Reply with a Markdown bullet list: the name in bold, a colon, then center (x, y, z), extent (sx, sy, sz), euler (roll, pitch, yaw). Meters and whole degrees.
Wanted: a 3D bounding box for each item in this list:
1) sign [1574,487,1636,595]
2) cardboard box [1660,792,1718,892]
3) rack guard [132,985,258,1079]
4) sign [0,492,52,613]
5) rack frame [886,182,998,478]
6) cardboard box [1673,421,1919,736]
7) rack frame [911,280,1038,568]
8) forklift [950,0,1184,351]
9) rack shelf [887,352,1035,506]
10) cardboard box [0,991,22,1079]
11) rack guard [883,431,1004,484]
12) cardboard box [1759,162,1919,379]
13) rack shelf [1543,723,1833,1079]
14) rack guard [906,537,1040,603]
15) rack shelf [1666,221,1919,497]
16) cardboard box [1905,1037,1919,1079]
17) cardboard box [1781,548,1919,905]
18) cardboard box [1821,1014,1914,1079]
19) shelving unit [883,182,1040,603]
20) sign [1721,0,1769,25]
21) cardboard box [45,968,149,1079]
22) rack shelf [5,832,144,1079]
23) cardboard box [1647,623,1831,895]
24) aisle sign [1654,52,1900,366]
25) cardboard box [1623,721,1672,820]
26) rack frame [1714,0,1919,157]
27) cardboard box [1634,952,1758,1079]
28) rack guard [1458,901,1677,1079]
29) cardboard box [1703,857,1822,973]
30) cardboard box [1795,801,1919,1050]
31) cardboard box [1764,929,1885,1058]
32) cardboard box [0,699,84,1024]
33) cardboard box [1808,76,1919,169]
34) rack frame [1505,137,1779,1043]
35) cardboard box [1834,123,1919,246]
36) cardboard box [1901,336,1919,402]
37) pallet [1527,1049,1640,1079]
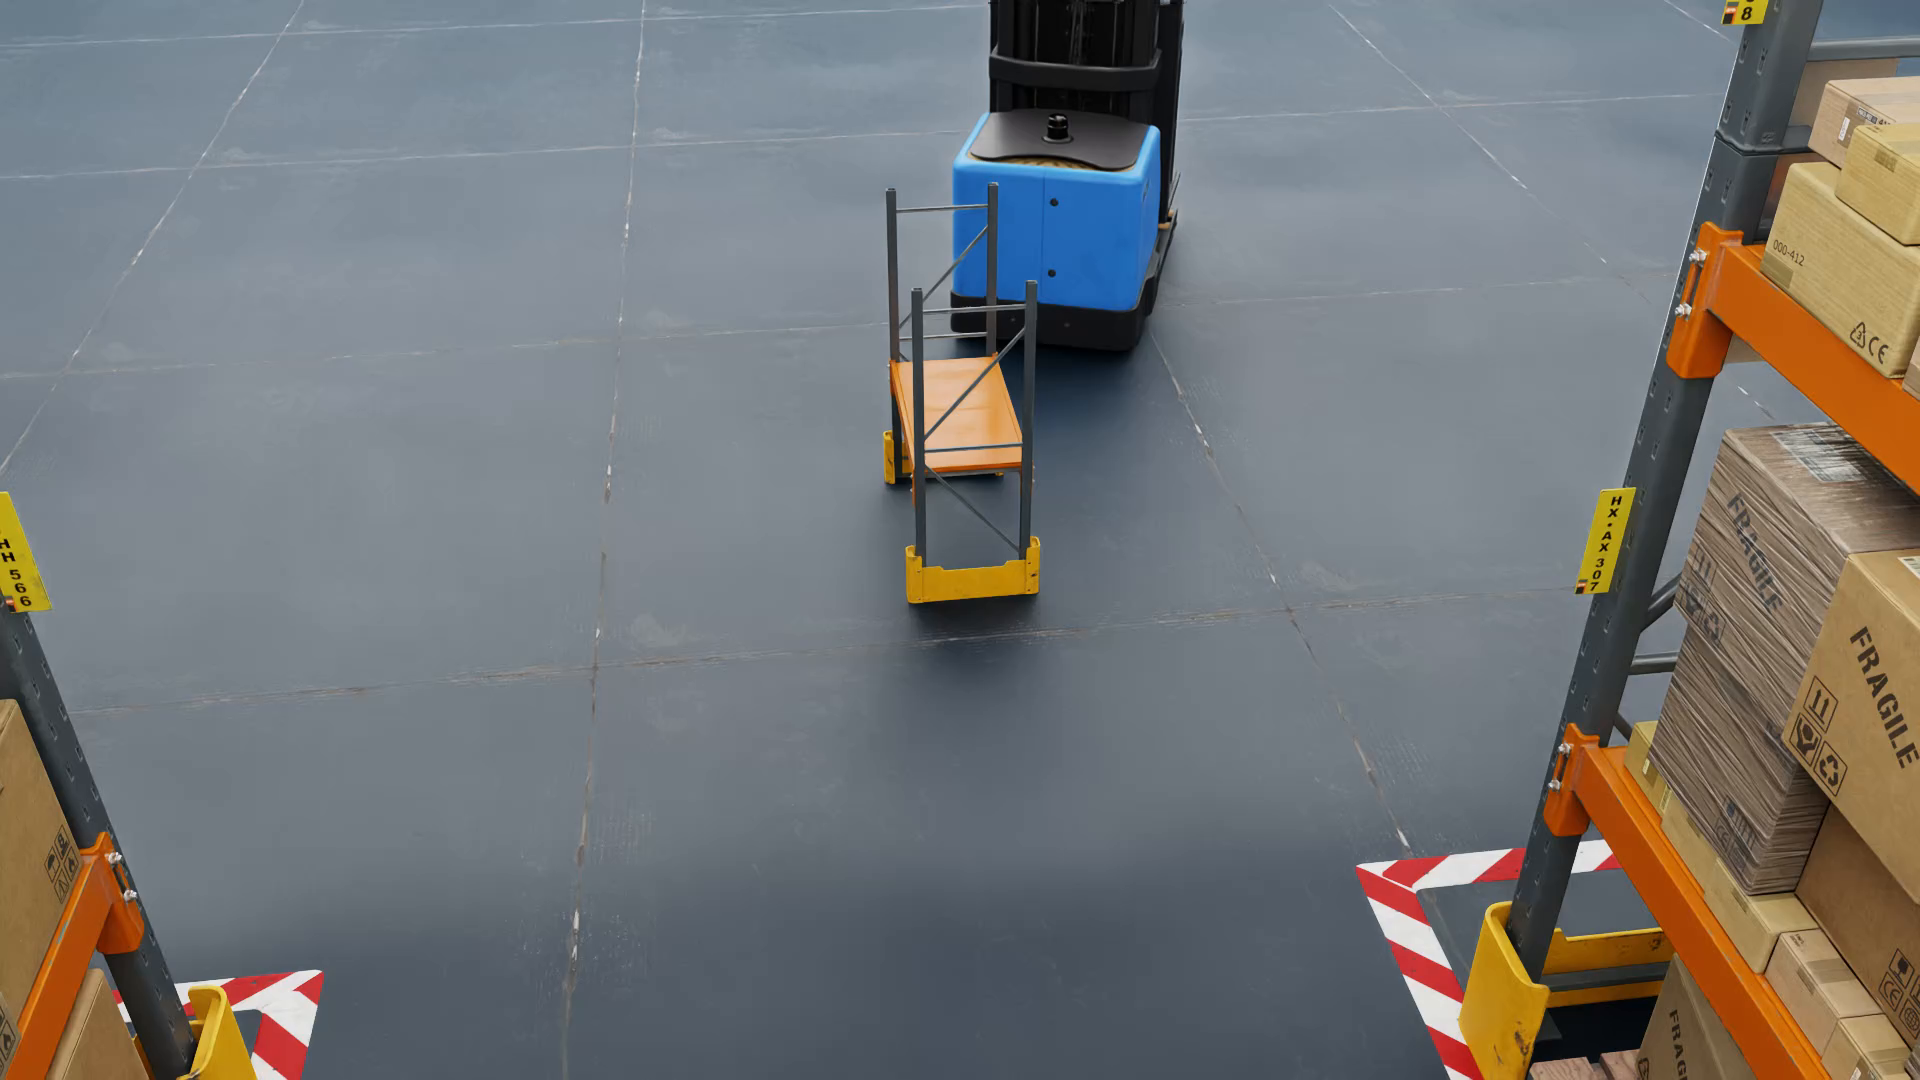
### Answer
- **sign**: center (1.674, 0.005, 4.310), extent (0.100, 0.325, 0.005), euler (-4, 35, -6)
- **cardboard box**: center (2.028, 0.744, 4.218), extent (0.380, 0.149, 0.250), euler (-4, 35, -6)
- **rack guard**: center (-2.720, 1.661, 4.869), extent (1.175, 0.500, 0.348), euler (-4, 35, -6)
- **sign**: center (-2.177, 0.031, 3.802), extent (0.100, 0.325, 0.005), euler (-4, 35, -6)
- **rack frame**: center (-0.080, -0.951, 7.814), extent (0.500, 1.500, 0.032), euler (-4, 35, -6)
- **cardboard box**: center (2.016, 0.072, 3.740), extent (0.500, 0.500, 0.500), euler (-4, 35, -6)
- **rack frame**: center (0.057, -0.384, 6.981), extent (0.500, 1.500, 0.032), euler (-4, 35, -6)
- **forklift**: center (0.769, -3.075, 9.659), extent (1.130, 2.935, 3.031), euler (7, 35, 10)
- **rack shelf**: center (-0.011, -0.519, 7.499), extent (0.538, 0.185, 1.000), euler (-4, 35, -6)
- **cardboard box**: center (-2.526, 1.088, 3.357), extent (0.875, 0.550, 0.550), euler (-4, 35, -6)
- **rack guard**: center (-0.077, -0.424, 8.150), extent (0.587, 0.250, 0.087), euler (-4, 35, -6)
- **cardboard box**: center (2.020, -0.567, 3.388), extent (0.500, 0.250, 0.500), euler (-3, 34, -5)
- **rack shelf**: center (2.481, 1.735, 3.179), extent (1.077, 0.370, 4.000), euler (-4, 35, -6)
- **rack guard**: center (0.057, 0.132, 7.334), extent (0.587, 0.250, 0.087), euler (-4, 35, -6)
- **rack shelf**: center (2.481, 0.496, 2.334), extent (1.077, 0.370, 4.000), euler (-4, 35, -6)
- **cardboard box**: center (2.469, 1.019, 3.238), extent (0.875, 0.500, 0.500), euler (-4, 35, -6)
- **cardboard box**: center (2.076, 0.352, 3.330), extent (0.500, 0.500, 0.500), euler (-4, 35, -6)
- **cardboard box**: center (2.128, 1.162, 3.604), extent (0.380, 0.149, 0.250), euler (-4, 35, -6)
- **shelving unit**: center (-0.010, -0.662, 7.390), extent (0.587, 1.500, 1.083), euler (-4, 35, -6)
- **sign**: center (1.674, -1.238, 3.463), extent (0.100, 0.325, 0.005), euler (-4, 35, -6)
- **cardboard box**: center (-2.560, 1.719, 4.078), extent (0.875, 0.875, 0.875), euler (-4, 34, -6)
- **rack shelf**: center (-2.448, 2.054, 2.711), extent (1.077, 0.370, 4.000), euler (-4, 35, -6)
- **cardboard box**: center (2.258, 0.467, 4.049), extent (0.875, 0.500, 0.500), euler (-4, 35, -6)
- **aisle sign**: center (1.906, -0.764, 3.899), extent (0.394, 0.787, 0.004), euler (-4, 35, -6)
- **cardboard box**: center (2.014, 0.603, 4.425), extent (0.380, 0.149, 0.250), euler (-4, 35, -6)
- **rack frame**: center (2.212, -2.157, 2.925), extent (1.000, 3.000, 0.127), euler (-4, 35, -6)
- **cardboard box**: center (2.279, 1.531, 4.687), extent (0.500, 0.500, 0.500), euler (2, 34, 2)
- **rack guard**: center (2.222, 1.397, 5.256), extent (1.175, 0.500, 0.348), euler (-4, 35, -6)
- **cardboard box**: center (2.047, 0.884, 4.012), extent (0.380, 0.149, 0.250), euler (-4, 35, -6)
- **cardboard box**: center (2.445, 0.737, 3.653), extent (0.875, 0.500, 0.500), euler (-4, 35, -6)
- **cardboard box**: center (2.101, 1.022, 3.809), extent (0.380, 0.149, 0.250), euler (-4, 35, -6)
- **cardboard box**: center (-2.622, 0.783, 3.805), extent (0.875, 0.550, 0.550), euler (-4, 35, -6)
- **cardboard box**: center (2.020, -0.849, 3.448), extent (0.380, 0.149, 0.250), euler (-5, 35, -7)
- **rack frame**: center (2.212, 0.322, 4.614), extent (1.000, 3.000, 0.127), euler (-4, 35, -6)
- **cardboard box**: center (1.959, -0.697, 3.225), extent (0.380, 0.149, 0.250), euler (-4, 34, -5)
- **cardboard box**: center (2.096, -0.280, 2.967), extent (0.500, 0.250, 0.500), euler (-5, 35, -7)
- **pallet**: center (2.296, 1.973, 4.668), extent (1.003, 0.211, 1.213), euler (-4, 35, -6)
